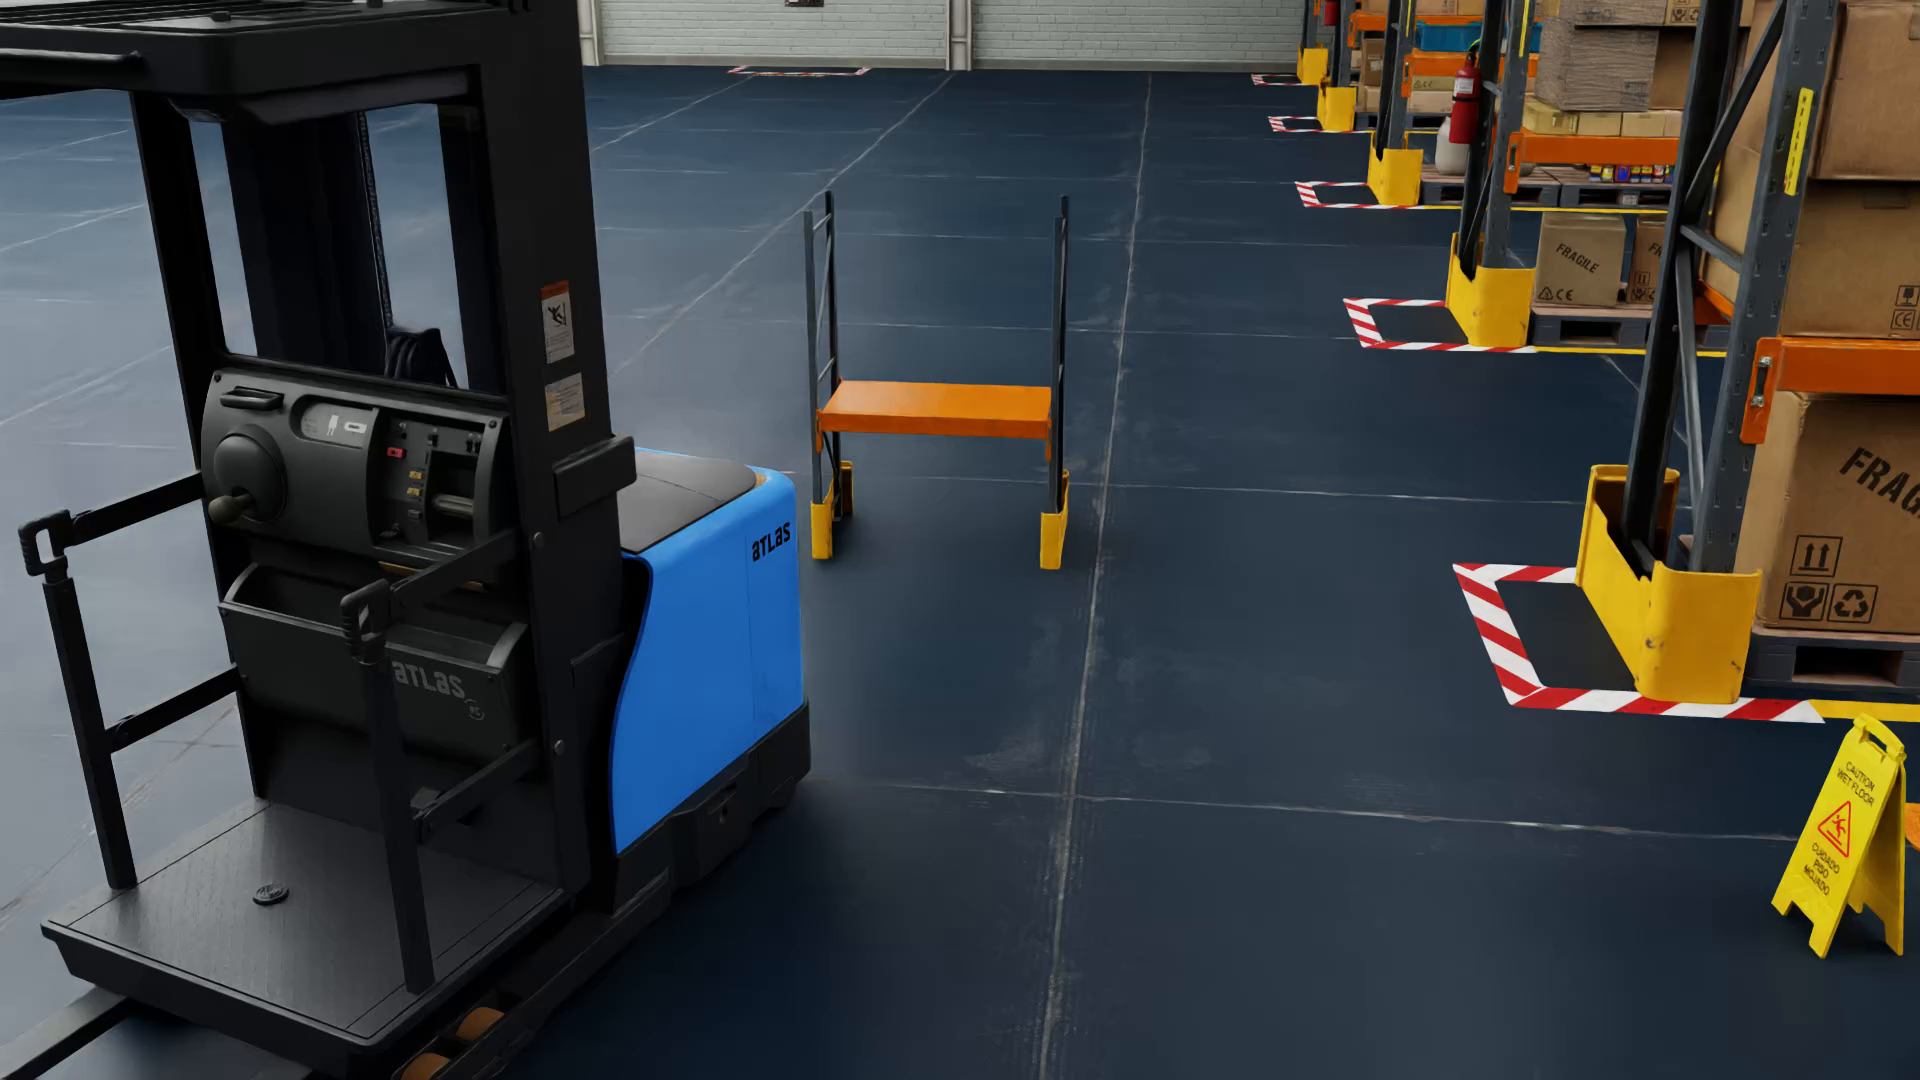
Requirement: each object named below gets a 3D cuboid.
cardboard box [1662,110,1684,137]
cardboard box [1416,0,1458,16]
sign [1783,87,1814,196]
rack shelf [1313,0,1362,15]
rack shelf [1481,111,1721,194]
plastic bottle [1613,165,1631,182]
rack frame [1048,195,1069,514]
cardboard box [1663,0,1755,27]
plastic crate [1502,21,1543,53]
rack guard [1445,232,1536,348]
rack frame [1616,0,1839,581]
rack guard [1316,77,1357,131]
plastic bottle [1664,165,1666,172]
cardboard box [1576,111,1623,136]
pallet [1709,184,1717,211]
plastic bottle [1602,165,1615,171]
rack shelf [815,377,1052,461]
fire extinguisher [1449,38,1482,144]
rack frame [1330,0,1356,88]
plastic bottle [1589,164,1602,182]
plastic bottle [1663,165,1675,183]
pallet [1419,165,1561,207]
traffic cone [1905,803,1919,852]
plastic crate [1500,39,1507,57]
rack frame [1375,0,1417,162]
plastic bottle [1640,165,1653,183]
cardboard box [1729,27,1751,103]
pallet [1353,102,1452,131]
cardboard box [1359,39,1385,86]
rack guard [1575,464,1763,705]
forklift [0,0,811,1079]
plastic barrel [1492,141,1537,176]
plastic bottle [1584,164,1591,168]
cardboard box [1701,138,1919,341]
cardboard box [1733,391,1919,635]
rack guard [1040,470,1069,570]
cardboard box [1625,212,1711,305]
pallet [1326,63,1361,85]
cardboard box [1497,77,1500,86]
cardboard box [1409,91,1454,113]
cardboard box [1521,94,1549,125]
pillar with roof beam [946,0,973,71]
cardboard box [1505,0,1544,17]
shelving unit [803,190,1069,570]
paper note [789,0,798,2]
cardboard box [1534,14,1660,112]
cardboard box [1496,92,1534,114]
[{"bbox_3d":[4.404,-2.576,10.216,0.250,0.149,0.380,2,22,6],"label":"cardboard box"},{"bbox_3d":[5.560,-6.446,19.530,0.500,0.500,0.700,3,22,8],"label":"cardboard box"},{"bbox_3d":[2.651,-1.260,5.261,0.005,0.325,0.100,2,22,6],"label":"sign"},{"bbox_3d":[7.141,-7.834,24.153,4.000,0.370,1.077,2,22,6],"label":"rack shelf"},{"bbox_3d":[5.392,-2.408,10.429,4.000,0.370,1.077,2,22,6],"label":"rack shelf"},{"bbox_3d":[5.975,-3.370,14.981,0.133,0.283,0.061,3,22,7],"label":"plastic bottle"},{"bbox_3d":[0.420,-0.679,7.118,0.032,1.500,0.500,2,22,6],"label":"rack frame"},{"bbox_3d":[4.416,-3.331,9.886,0.500,0.500,0.500,2,22,6],"label":"cardboard box"},{"bbox_3d":[5.165,-4.626,15.263,0.408,0.251,0.499,2,22,6],"label":"plastic crate"},{"bbox_3d":[3.481,-1.663,10.967,0.348,0.500,1.175,2,22,6],"label":"rack guard"},{"bbox_3d":[2.722,-1.023,5.947,0.127,3.000,1.000,2,22,6],"label":"rack frame"},{"bbox_3d":[4.552,-5.284,20.126,0.348,0.500,1.175,2,22,6],"label":"rack guard"},{"bbox_3d":[6.606,-3.560,15.471,0.135,0.276,0.152,2,22,6],"label":"plastic bottle"},{"bbox_3d":[3.907,-2.595,10.266,0.250,0.149,0.380,2,22,6],"label":"cardboard box"},{"bbox_3d":[7.299,-3.212,15.277,1.213,0.211,1.003,2,22,6],"label":"pallet"},{"bbox_3d":[6.099,-3.600,15.561,0.133,0.283,0.061,2,22,6],"label":"plastic bottle"},{"bbox_3d":[-0.085,-0.534,7.240,1.000,0.185,0.538,2,22,6],"label":"rack shelf"},{"bbox_3d":[3.347,-2.966,10.968,0.183,0.674,0.296,2,22,6],"label":"fire extinguisher"},{"bbox_3d":[4.576,-6.446,19.664,0.127,3.000,1.000,2,22,6],"label":"rack frame"},{"bbox_3d":[5.753,-3.381,15.025,0.097,0.271,0.097,0,22,0],"label":"plastic bottle"},{"bbox_3d":[6.394,-3.353,14.954,0.097,0.271,0.097,0,22,0],"label":"plastic bottle"},{"bbox_3d":[4.876,-3.318,15.544,1.213,0.211,1.003,2,22,6],"label":"pallet"},{"bbox_3d":[3.082,0.699,5.044,0.334,0.463,0.336,2,22,6],"label":"traffic cone"},{"bbox_3d":[4.840,-4.359,14.744,0.250,0.136,0.298,2,22,6],"label":"plastic crate"},{"bbox_3d":[3.989,-4.638,15.090,0.127,3.000,1.000,2,22,6],"label":"rack frame"},{"bbox_3d":[6.192,-3.362,14.976,0.097,0.271,0.097,0,22,0],"label":"plastic bottle"},{"bbox_3d":[4.951,-2.965,10.319,0.500,0.500,0.875,2,22,6],"label":"cardboard box"},{"bbox_3d":[5.340,-5.131,20.132,1.213,0.211,1.003,2,22,6],"label":"pallet"},{"bbox_3d":[5.143,-5.797,20.171,0.500,0.500,0.500,2,22,6],"label":"cardboard box"},{"bbox_3d":[2.698,0.139,6.409,0.348,0.500,1.175,2,22,6],"label":"rack guard"},{"bbox_3d":[-1.577,-0.161,3.860,1.130,2.935,3.031,10,24,24],"label":"forklift"},{"bbox_3d":[5.149,-3.654,15.414,0.421,0.512,0.421,0,22,0],"label":"plastic barrel"},{"bbox_3d":[5.982,-3.661,15.717,0.133,0.283,0.061,3,22,8],"label":"plastic bottle"},{"bbox_3d":[3.096,-1.093,5.920,0.550,0.550,0.875,2,22,6],"label":"cardboard box"},{"bbox_3d":[3.403,-0.225,6.247,0.875,0.875,0.875,3,22,7],"label":"cardboard box"},{"bbox_3d":[0.419,-0.098,7.348,0.087,0.250,0.587,2,22,6],"label":"rack guard"},{"bbox_3d":[4.622,-1.816,10.781,0.500,0.500,0.500,8,23,20],"label":"cardboard box"},{"bbox_3d":[6.033,-6.906,24.622,1.213,0.211,1.003,2,22,6],"label":"pallet"},{"bbox_3d":[6.077,-5.569,19.595,0.500,0.500,0.500,2,22,6],"label":"cardboard box"},{"bbox_3d":[5.579,-5.238,19.777,0.500,0.250,0.500,2,22,6],"label":"cardboard box"},{"bbox_3d":[3.713,-2.775,10.722,0.250,0.149,0.380,2,22,6],"label":"cardboard box"},{"bbox_3d":[-0.513,-10.018,20.540,0.400,9.000,9.100,2,22,6],"label":"pillar with roof beam"},{"bbox_3d":[6.575,-6.401,19.416,0.500,0.500,0.700,3,22,8],"label":"cardboard box"},{"bbox_3d":[-0.076,-0.701,7.172,1.083,1.500,0.587,2,22,6],"label":"shelving unit"},{"bbox_3d":[-2.624,-8.544,26.169,0.142,0.148,0.016,2,22,6],"label":"paper note"},{"bbox_3d":[3.949,-2.980,10.358,0.500,0.500,0.875,2,22,6],"label":"cardboard box"},{"bbox_3d":[6.571,-5.193,19.663,0.500,0.250,0.500,2,22,6],"label":"cardboard box"}]
